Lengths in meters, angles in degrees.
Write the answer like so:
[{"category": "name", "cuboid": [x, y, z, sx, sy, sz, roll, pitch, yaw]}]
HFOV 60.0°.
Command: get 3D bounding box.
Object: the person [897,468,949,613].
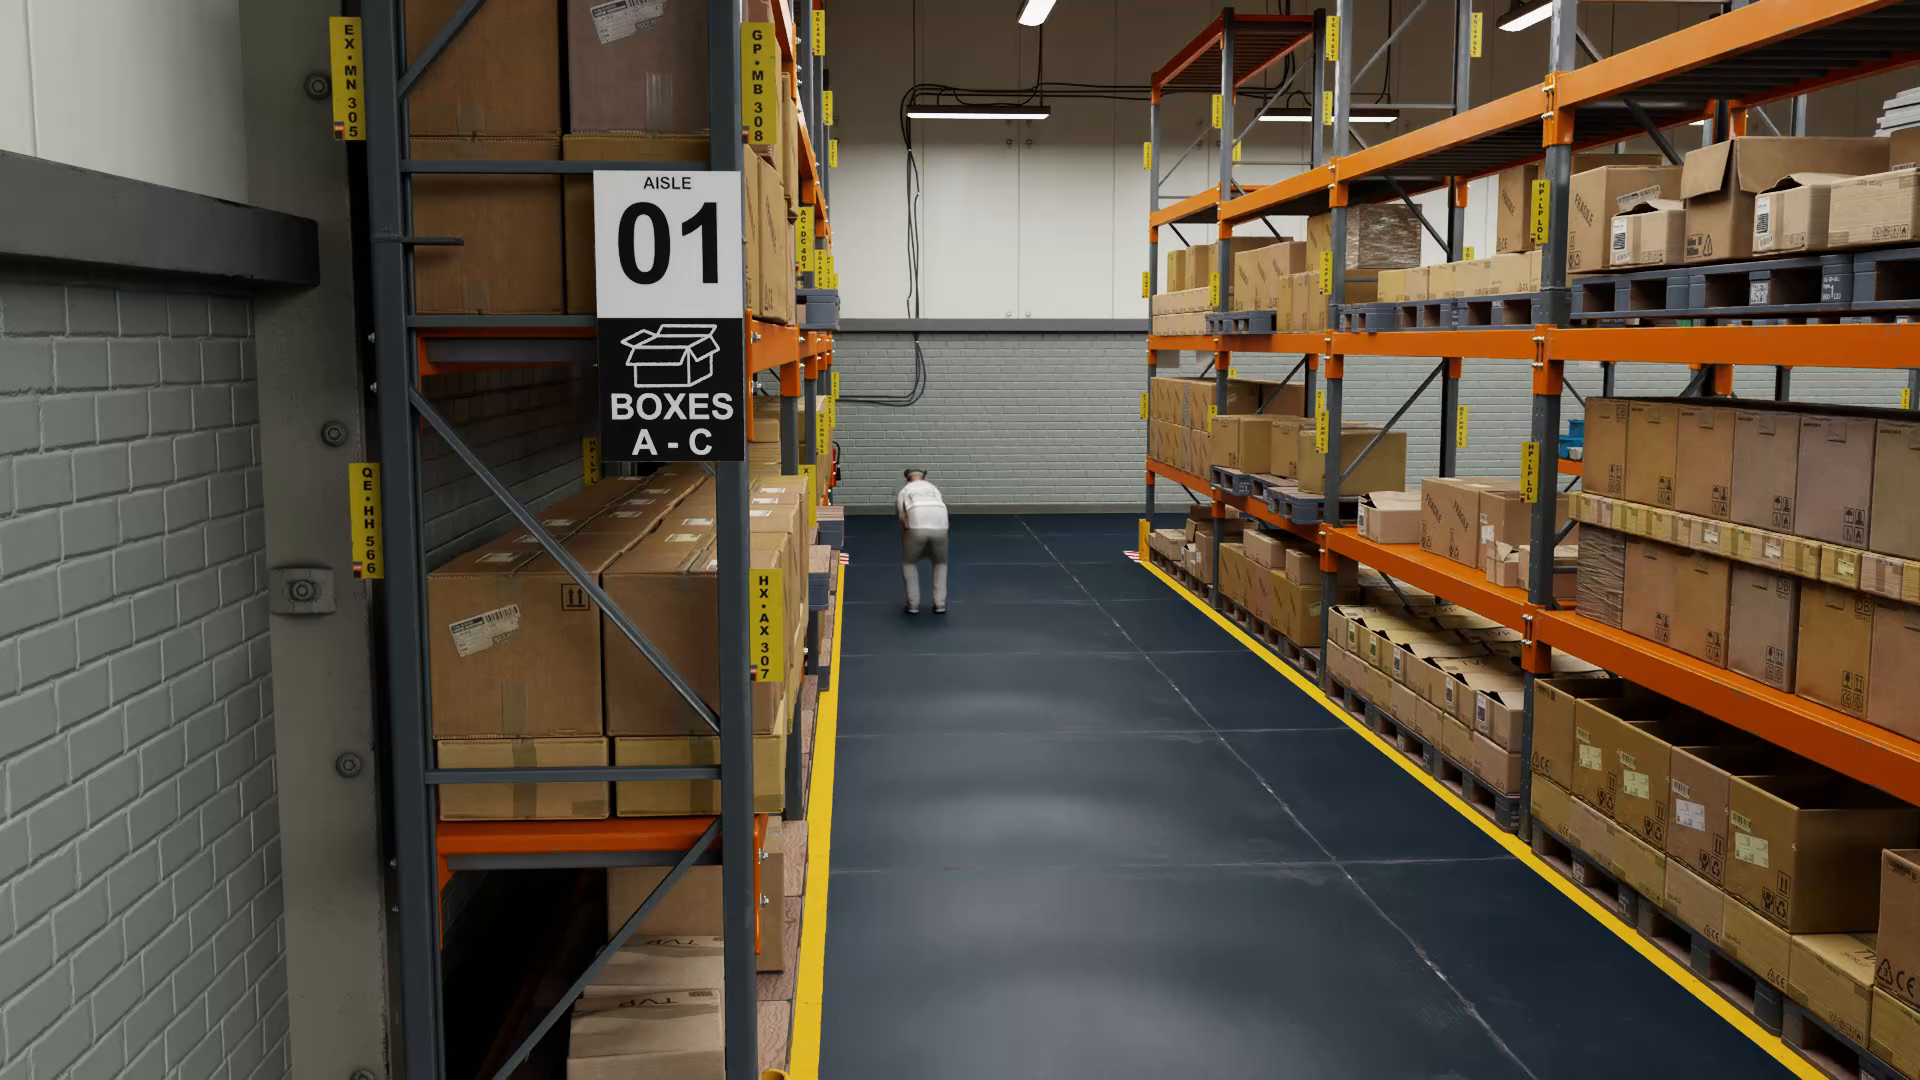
[{"category": "person", "cuboid": [-0.387, -0.004, 17.067, 0.485, 1.445, 0.932, -1, 7, -11]}]
